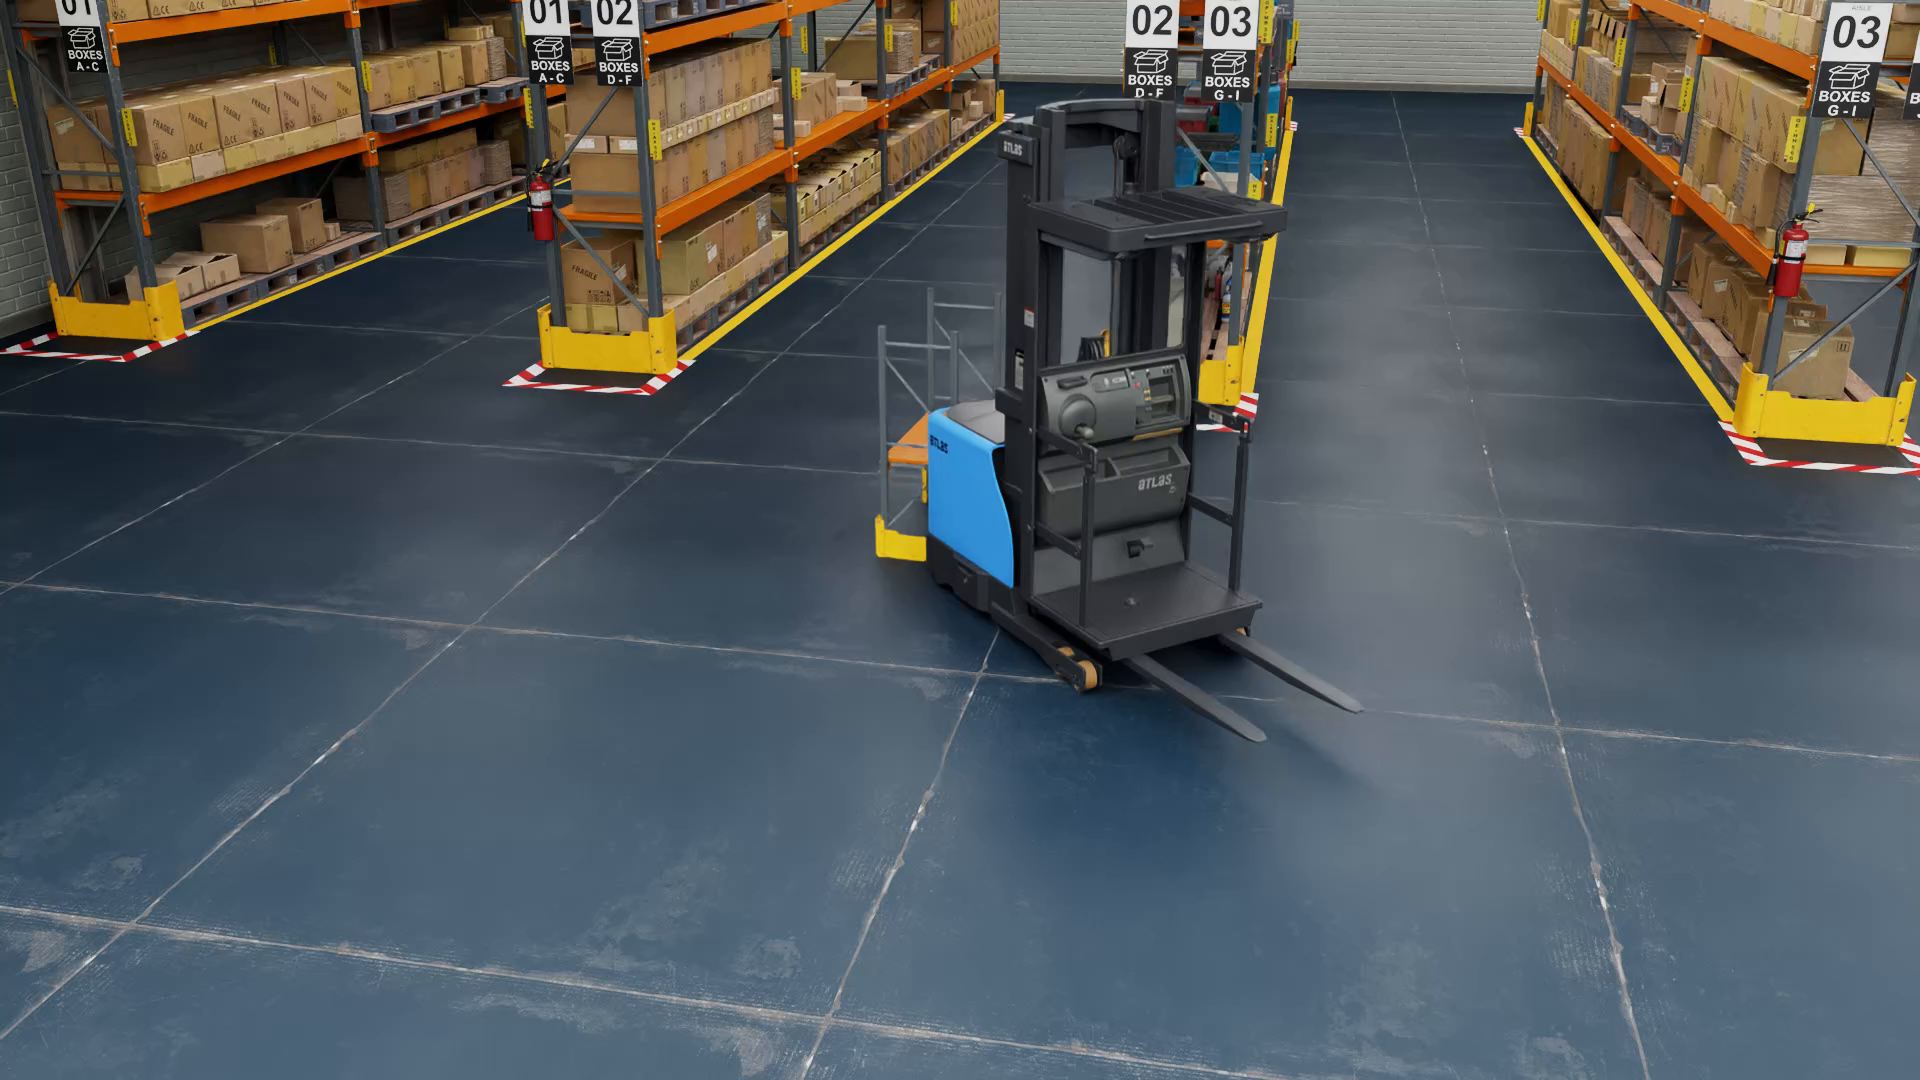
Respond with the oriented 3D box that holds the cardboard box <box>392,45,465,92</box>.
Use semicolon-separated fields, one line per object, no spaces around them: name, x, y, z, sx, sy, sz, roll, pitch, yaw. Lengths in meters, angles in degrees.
cardboard box;-6.618;-5.861;20.668;0.700;0.500;0.500;4;22;11

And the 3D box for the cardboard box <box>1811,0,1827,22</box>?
cardboard box;6.367;-3.814;11.961;0.380;0.149;0.250;4;22;11

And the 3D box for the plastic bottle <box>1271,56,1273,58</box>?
plastic bottle;4.348;-6.564;23.203;0.144;0.351;0.185;4;22;11

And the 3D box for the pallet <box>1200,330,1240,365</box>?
pallet;1.907;-1.594;14.529;1.003;0.211;1.213;4;22;11

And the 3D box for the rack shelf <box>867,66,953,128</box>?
rack shelf;-1.041;-6.262;23.350;1.077;0.370;4.000;4;22;11

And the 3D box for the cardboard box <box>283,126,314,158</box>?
cardboard box;-7.113;-4.154;17.328;0.500;0.250;0.500;4;22;11

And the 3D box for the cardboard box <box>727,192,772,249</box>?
cardboard box;-2.259;-3.300;17.148;0.500;0.500;0.500;4;22;11

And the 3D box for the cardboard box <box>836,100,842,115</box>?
cardboard box;-1.654;-5.277;20.278;0.380;0.149;0.250;6;23;15

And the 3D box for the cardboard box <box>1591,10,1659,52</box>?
cardboard box;8.942;-6.848;22.366;0.797;0.503;0.637;4;22;10

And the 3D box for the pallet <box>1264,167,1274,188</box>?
pallet;3.770;-4.928;22.808;1.003;0.211;1.213;4;22;11

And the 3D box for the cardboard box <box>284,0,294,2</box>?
cardboard box;-7.092;-5.837;17.156;0.500;0.500;0.500;3;22;6

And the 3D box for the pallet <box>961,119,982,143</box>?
pallet;-0.245;-6.732;27.287;1.003;0.211;1.213;4;22;11

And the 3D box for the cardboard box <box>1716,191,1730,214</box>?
cardboard box;6.800;-2.923;14.433;0.380;0.149;0.250;4;22;11

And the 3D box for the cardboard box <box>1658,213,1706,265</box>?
cardboard box;7.694;-3.085;17.256;0.700;0.500;0.500;4;22;11

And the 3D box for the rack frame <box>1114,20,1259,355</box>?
rack frame;1.767;-2.560;13.194;1.000;3.000;0.127;4;22;11

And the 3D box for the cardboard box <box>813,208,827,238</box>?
cardboard box;-1.835;-3.636;18.986;0.500;0.250;0.500;5;22;12

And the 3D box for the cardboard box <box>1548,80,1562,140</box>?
cardboard box;9.642;-6.670;25.681;0.875;0.875;0.875;4;22;11

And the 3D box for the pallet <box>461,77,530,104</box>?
pallet;-6.340;-5.883;21.702;1.213;0.211;1.003;4;22;11

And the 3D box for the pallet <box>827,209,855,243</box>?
pallet;-1.906;-3.828;20.076;1.003;0.211;1.213;4;22;11

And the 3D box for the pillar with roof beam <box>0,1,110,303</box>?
pillar with roof beam;-4.421;-6.091;13.933;9.100;9.000;0.400;4;22;11

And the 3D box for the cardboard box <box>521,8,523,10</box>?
cardboard box;-6.140;-7.530;23.974;0.500;0.250;0.500;4;22;10

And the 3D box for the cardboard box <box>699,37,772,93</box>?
cardboard box;-2.350;-4.887;17.102;0.700;0.500;0.500;5;22;11

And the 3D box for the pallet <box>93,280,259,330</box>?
pallet;-7.716;-2.344;16.390;1.003;0.211;1.213;4;22;11

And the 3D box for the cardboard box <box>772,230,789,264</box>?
cardboard box;-2.146;-3.135;17.740;0.500;0.250;0.500;4;22;11

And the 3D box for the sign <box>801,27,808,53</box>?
sign;-1.982;-6.403;21.292;0.100;0.325;0.005;4;22;11

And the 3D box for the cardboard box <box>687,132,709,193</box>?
cardboard box;-2.764;-3.528;15.465;0.700;0.500;0.500;5;22;11

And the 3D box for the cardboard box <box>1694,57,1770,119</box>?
cardboard box;7.091;-4.148;15.267;0.500;0.500;0.500;4;22;11

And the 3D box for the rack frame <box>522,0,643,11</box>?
rack frame;-3.082;-5.721;13.014;1.000;3.000;0.127;4;22;11

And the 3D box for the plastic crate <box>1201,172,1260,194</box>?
plastic crate;2.500;-3.287;15.353;0.530;0.136;0.437;4;22;11

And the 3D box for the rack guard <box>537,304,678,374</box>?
rack guard;-3.086;-1.770;14.580;1.175;0.500;0.348;4;22;11

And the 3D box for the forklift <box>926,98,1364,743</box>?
forklift;0.955;-0.747;8.785;1.130;2.935;3.031;-12;25;-27

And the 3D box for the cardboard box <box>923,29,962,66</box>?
cardboard box;-0.262;-7.539;25.424;0.500;0.500;0.500;5;22;12

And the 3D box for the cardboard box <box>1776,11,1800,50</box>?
cardboard box;6.564;-3.882;12.664;0.500;0.250;0.500;5;22;11

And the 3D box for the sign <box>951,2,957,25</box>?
sign;-0.089;-7.823;24.714;0.100;0.325;0.005;4;22;11

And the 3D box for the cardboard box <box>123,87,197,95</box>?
cardboard box;-7.830;-4.164;16.347;0.500;0.500;0.500;4;22;9

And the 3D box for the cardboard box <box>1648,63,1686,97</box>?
cardboard box;8.177;-5.148;18.926;0.500;0.500;0.500;2;22;4

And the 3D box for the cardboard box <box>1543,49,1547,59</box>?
cardboard box;9.382;-7.625;26.107;0.380;0.149;0.250;4;22;10

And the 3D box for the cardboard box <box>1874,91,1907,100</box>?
cardboard box;7.104;-3.193;12.896;0.500;0.500;0.500;4;22;11

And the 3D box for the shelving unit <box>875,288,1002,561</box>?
shelving unit;-0.110;-0.760;10.733;0.587;1.500;1.083;6;23;15

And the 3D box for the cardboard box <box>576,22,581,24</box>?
cardboard box;-5.649;-7.495;23.887;0.500;0.250;0.500;4;22;10

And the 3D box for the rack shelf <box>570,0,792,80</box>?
rack shelf;-2.673;-4.728;15.525;1.077;0.370;4.000;4;22;11

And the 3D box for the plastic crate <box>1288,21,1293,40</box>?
plastic crate;5.146;-8.319;27.366;0.616;0.435;0.499;4;22;11

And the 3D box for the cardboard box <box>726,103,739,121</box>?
cardboard box;-2.372;-4.169;16.187;0.380;0.149;0.250;5;22;12

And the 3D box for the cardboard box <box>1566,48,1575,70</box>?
cardboard box;8.897;-6.821;23.576;0.500;0.250;0.500;4;22;10

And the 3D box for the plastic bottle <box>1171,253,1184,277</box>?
plastic bottle;2.153;-2.723;16.557;0.144;0.351;0.185;4;22;11

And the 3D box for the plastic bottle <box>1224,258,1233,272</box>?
plastic bottle;2.629;-2.552;16.132;0.144;0.351;0.185;4;22;11

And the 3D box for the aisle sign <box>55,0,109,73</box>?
aisle sign;-7.653;-4.471;14.461;0.394;0.787;0.004;4;22;11

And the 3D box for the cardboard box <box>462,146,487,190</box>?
cardboard box;-6.614;-4.838;21.609;0.700;0.500;0.500;4;22;11

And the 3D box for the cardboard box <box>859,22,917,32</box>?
cardboard box;-1.027;-7.156;23.910;0.700;0.500;0.500;8;23;19

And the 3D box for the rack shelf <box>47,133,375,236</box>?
rack shelf;-7.524;-3.713;17.020;1.077;0.370;4.000;4;22;11

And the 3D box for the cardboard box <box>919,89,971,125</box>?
cardboard box;-0.255;-7.061;27.123;0.797;0.503;0.637;4;22;11

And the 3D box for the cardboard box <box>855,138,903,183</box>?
cardboard box;-1.076;-5.054;22.143;0.500;0.500;0.500;5;23;13

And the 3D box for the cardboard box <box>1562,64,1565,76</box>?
cardboard box;8.911;-6.779;24.006;0.380;0.149;0.250;4;22;10

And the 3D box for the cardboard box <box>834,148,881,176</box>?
cardboard box;-1.315;-4.833;21.208;0.500;0.311;0.500;5;22;12

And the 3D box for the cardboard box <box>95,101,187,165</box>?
cardboard box;-7.540;-3.754;15.330;0.500;0.500;0.500;4;22;11

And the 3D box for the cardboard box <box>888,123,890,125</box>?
cardboard box;-1.281;-5.650;23.625;0.500;0.500;0.500;4;22;9

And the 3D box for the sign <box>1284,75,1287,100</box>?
sign;3.939;-5.522;20.330;0.100;0.325;0.005;4;22;11
